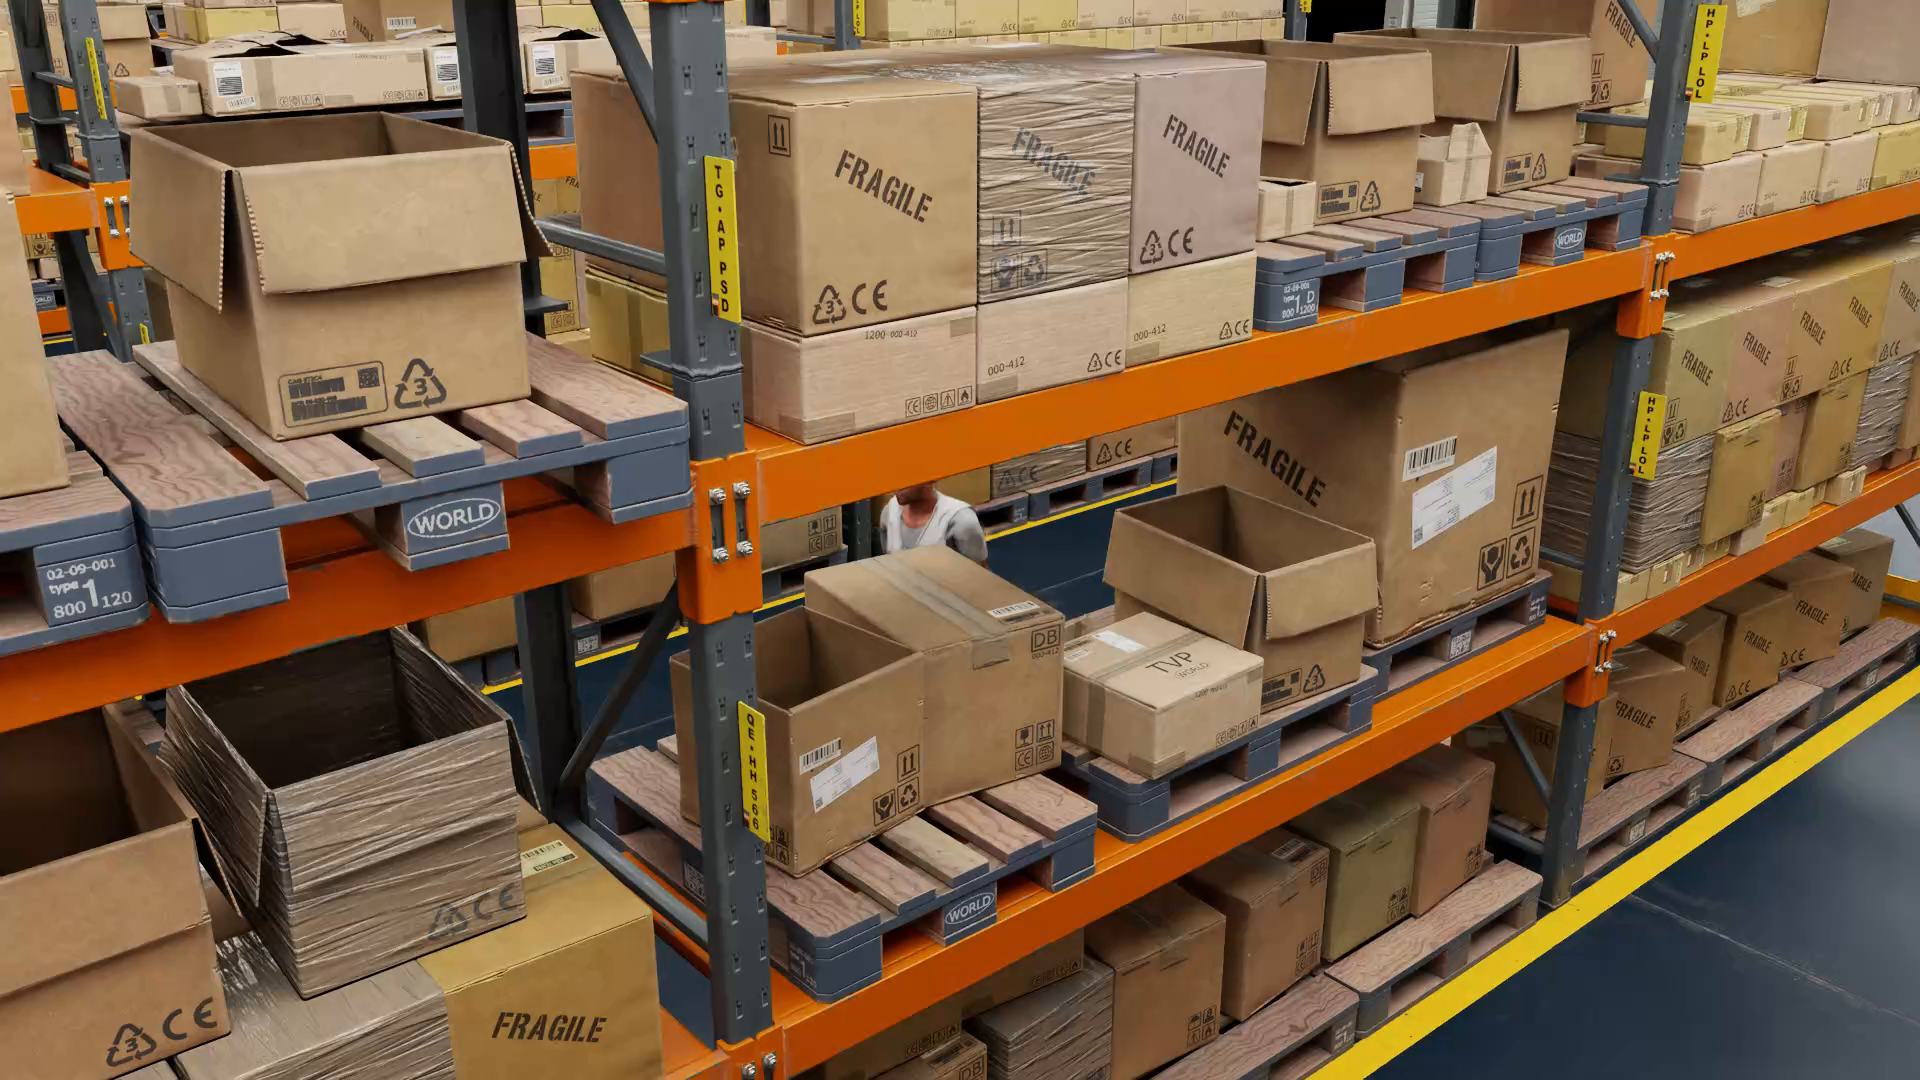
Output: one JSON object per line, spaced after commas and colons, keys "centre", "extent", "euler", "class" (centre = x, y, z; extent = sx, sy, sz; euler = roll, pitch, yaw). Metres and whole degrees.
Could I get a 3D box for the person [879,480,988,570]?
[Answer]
{"centre": [-0.090, 0.382, 7.517], "extent": [0.595, 1.782, 0.528], "euler": [15, 26, 35], "class": "person"}
